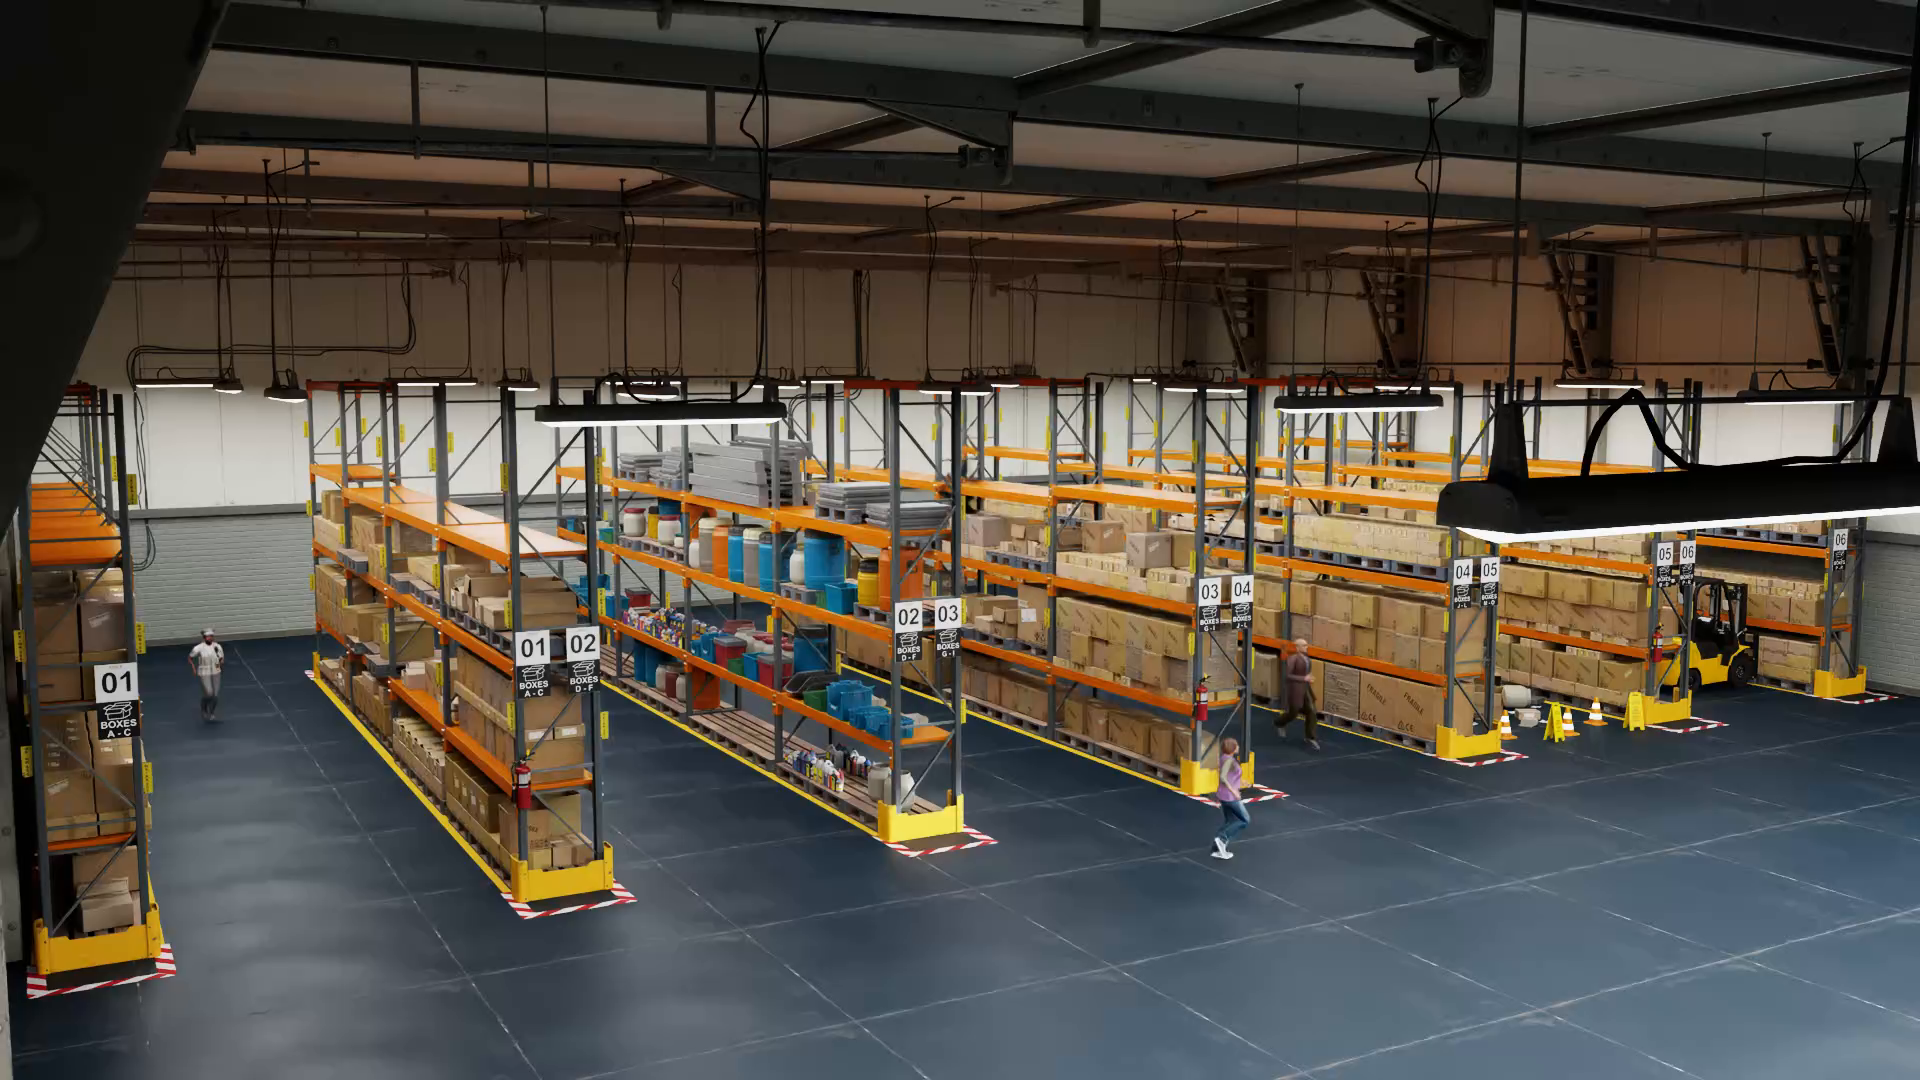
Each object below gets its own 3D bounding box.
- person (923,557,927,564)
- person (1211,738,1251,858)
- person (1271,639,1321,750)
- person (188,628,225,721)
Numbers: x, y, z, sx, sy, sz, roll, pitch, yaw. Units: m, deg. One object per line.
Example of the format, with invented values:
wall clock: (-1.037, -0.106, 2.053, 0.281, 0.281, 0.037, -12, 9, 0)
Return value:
person: (-0.984, 1.236, 39.946, 0.707, 1.724, 0.916, 0, 6, -3)
person: (3.478, 3.293, 21.237, 0.547, 1.557, 0.514, 0, 6, -4)
person: (5.589, 2.543, 27.598, 0.742, 1.821, 1.008, -6, 8, -43)
person: (-13.231, 2.376, 29.319, 0.552, 1.663, 0.620, -5, 8, -42)
